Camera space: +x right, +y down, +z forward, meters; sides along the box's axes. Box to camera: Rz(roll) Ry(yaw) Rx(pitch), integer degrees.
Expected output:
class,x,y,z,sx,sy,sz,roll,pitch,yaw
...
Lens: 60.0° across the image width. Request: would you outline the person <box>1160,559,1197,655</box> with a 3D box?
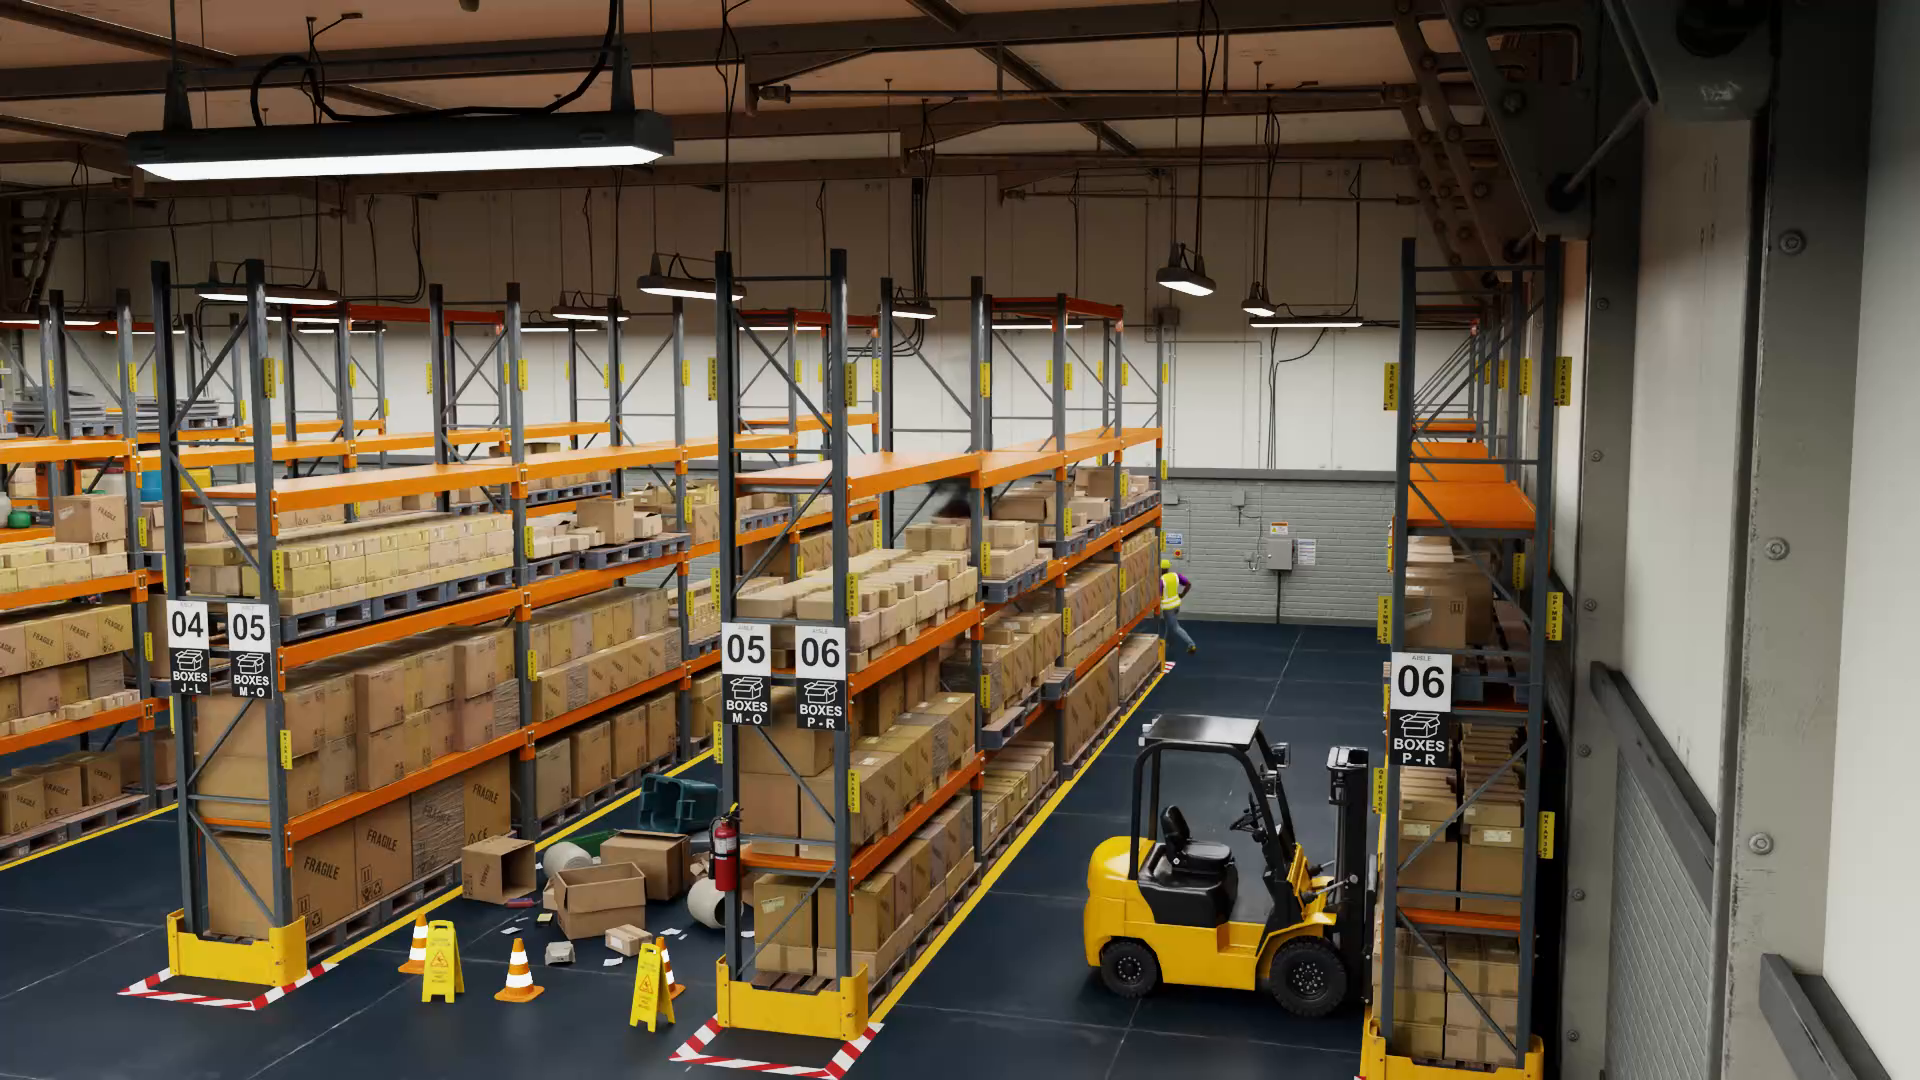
class,x,y,z,sx,sy,sz,roll,pitch,yaw
person,3.674,1.171,29.264,1.064,1.683,0.792,6,8,44
